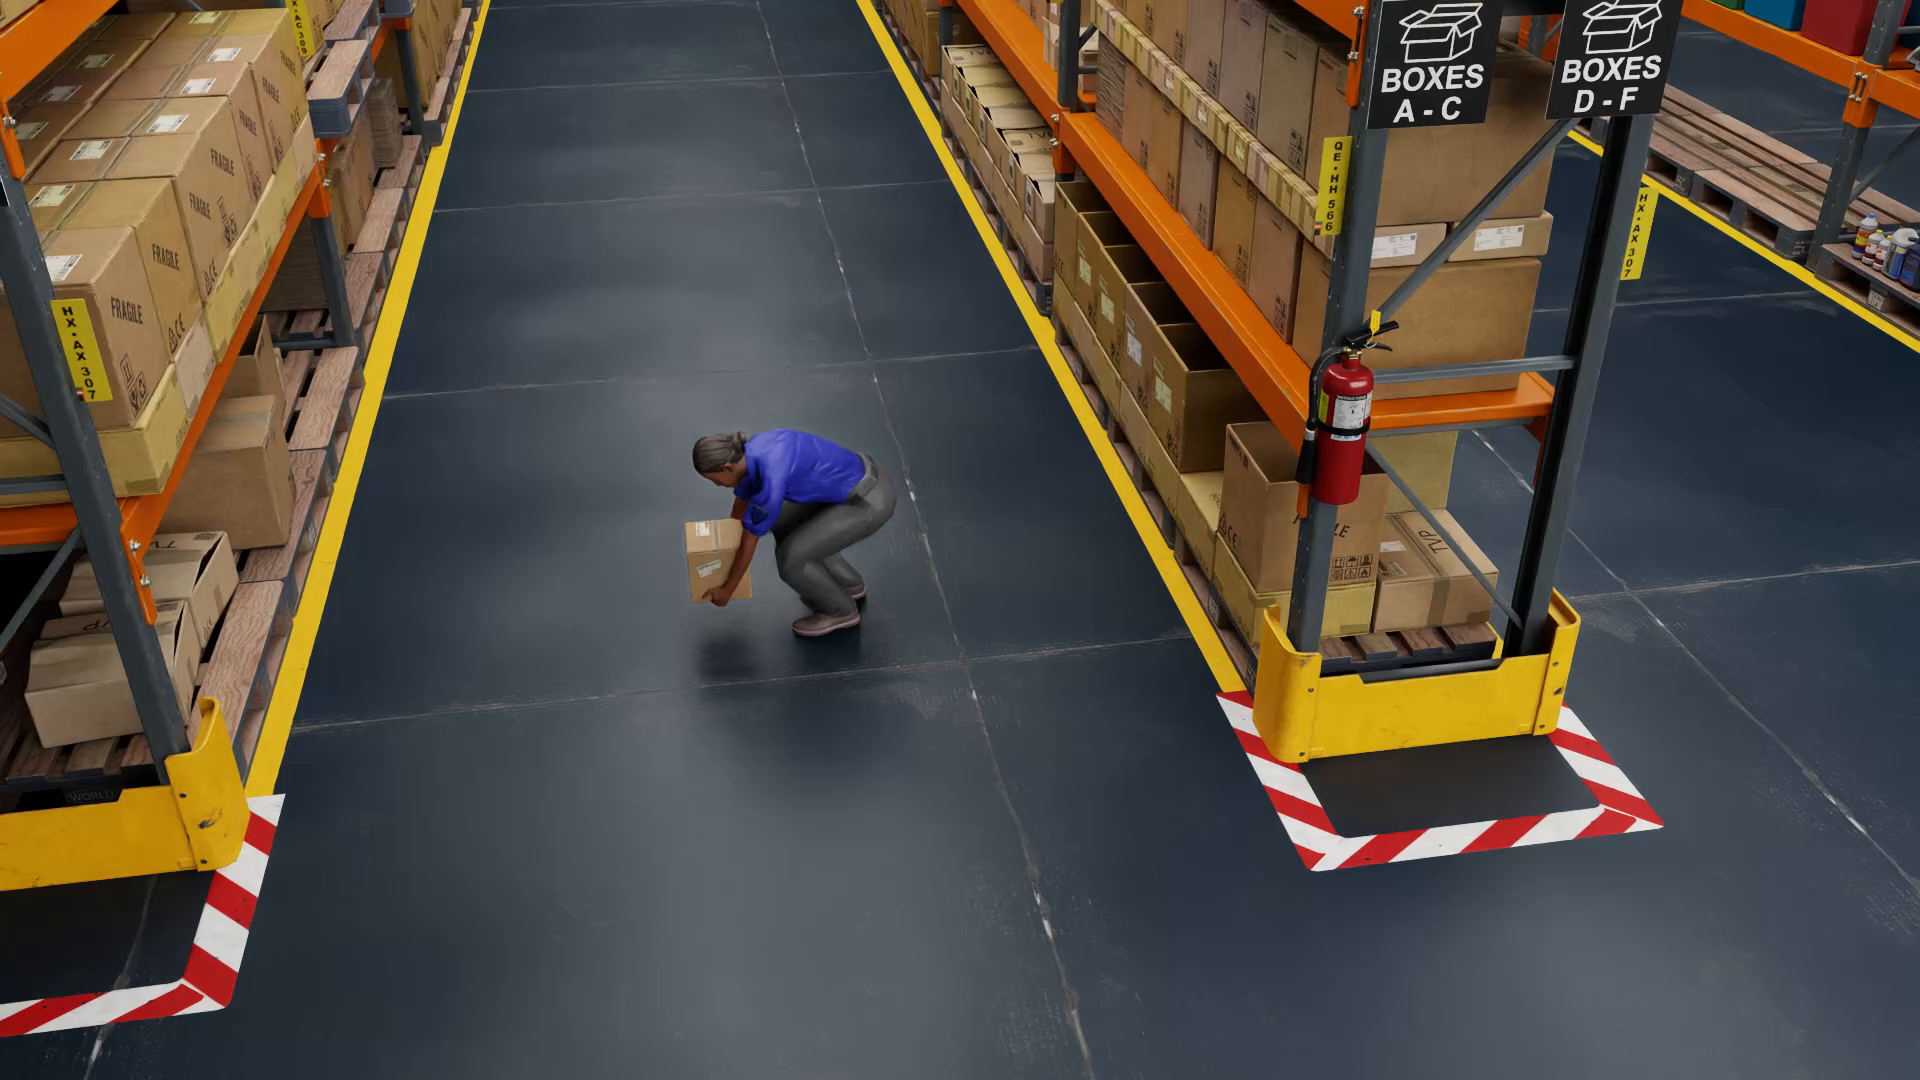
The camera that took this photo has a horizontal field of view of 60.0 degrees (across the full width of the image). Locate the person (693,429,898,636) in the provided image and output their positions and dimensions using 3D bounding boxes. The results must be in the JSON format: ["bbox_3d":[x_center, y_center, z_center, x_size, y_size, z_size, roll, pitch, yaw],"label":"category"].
[{"bbox_3d":[-0.685,-0.069,6.960,0.856,0.941,0.454,-6,31,-11],"label":"person"}]
